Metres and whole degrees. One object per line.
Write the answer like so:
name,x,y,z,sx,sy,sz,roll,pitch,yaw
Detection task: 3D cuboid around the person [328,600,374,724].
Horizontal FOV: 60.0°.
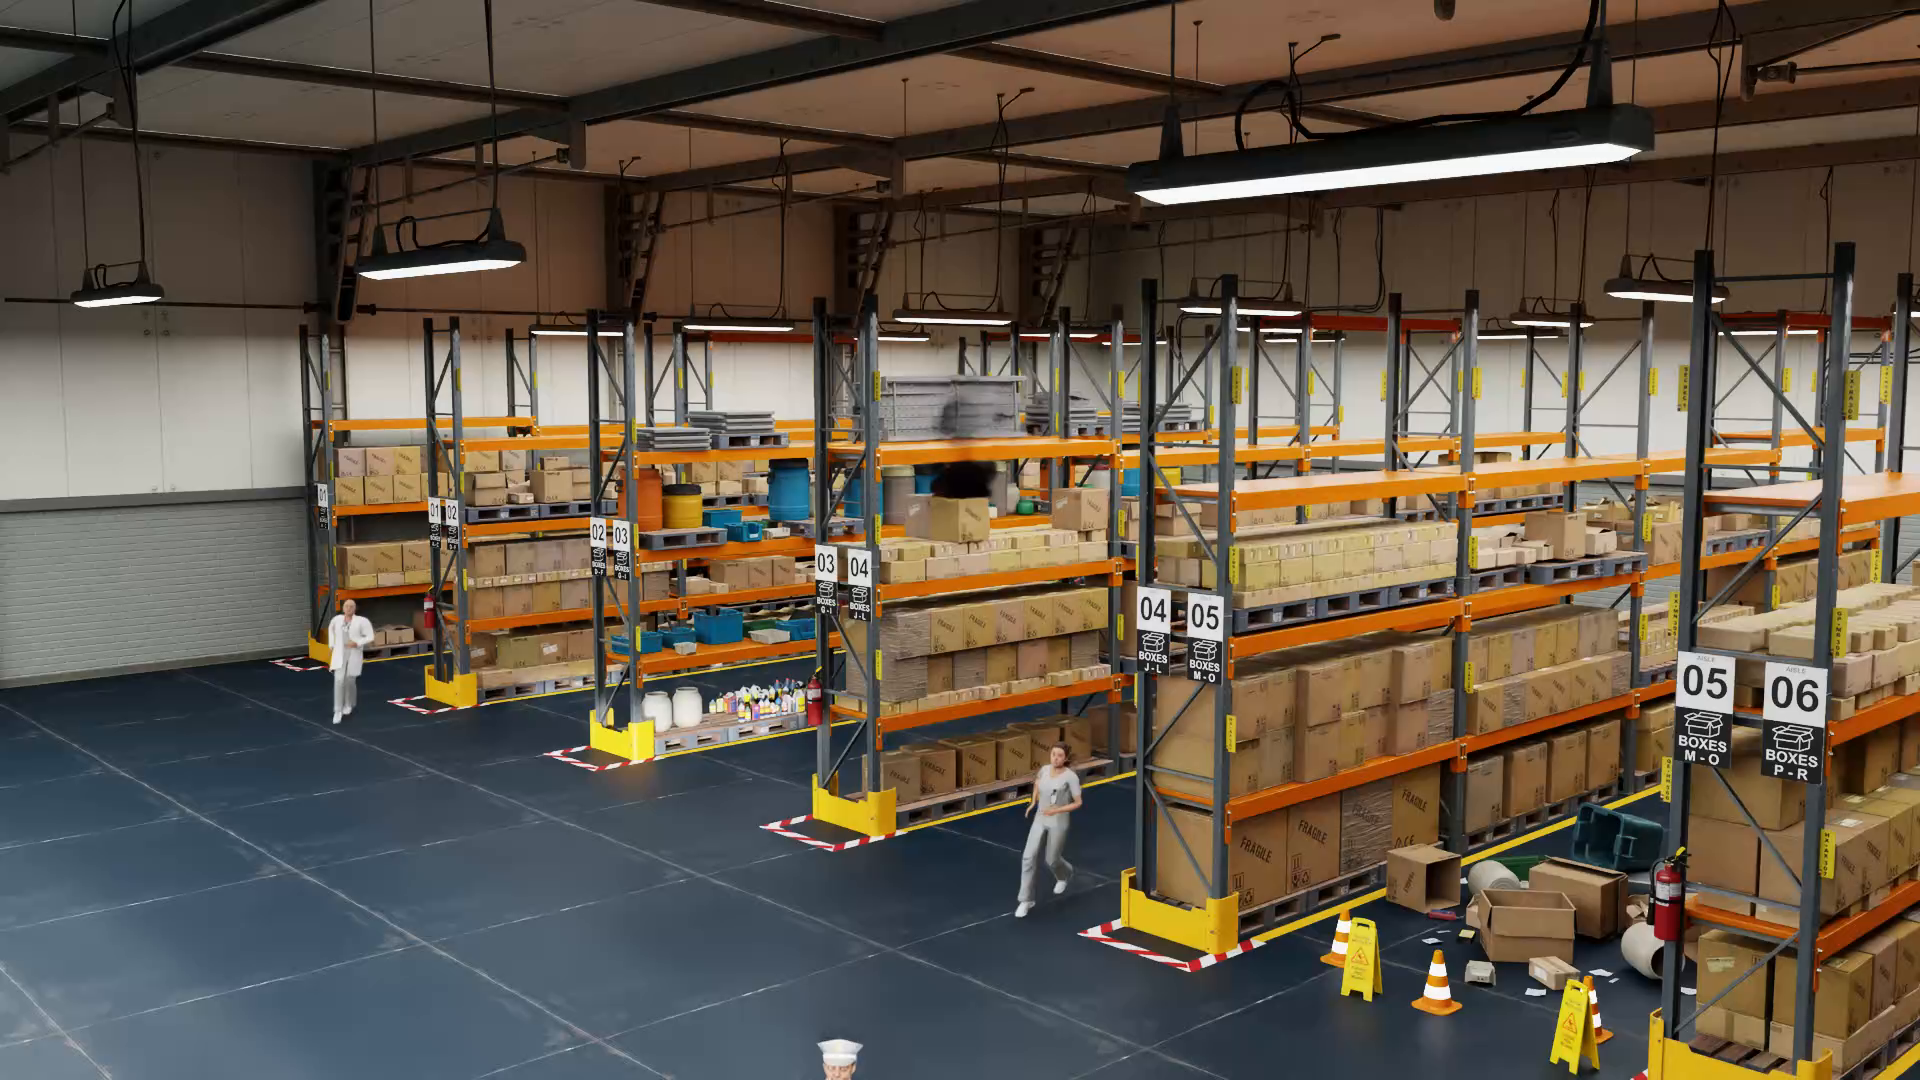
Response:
person,-9.028,1.860,24.644,0.690,1.569,1.033,-1,6,-10

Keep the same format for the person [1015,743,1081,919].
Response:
person,0.897,2.753,15.959,0.598,1.661,0.848,4,7,33

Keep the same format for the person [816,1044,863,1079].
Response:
person,-0.645,3.454,8.870,0.576,1.663,0.674,0,6,3
